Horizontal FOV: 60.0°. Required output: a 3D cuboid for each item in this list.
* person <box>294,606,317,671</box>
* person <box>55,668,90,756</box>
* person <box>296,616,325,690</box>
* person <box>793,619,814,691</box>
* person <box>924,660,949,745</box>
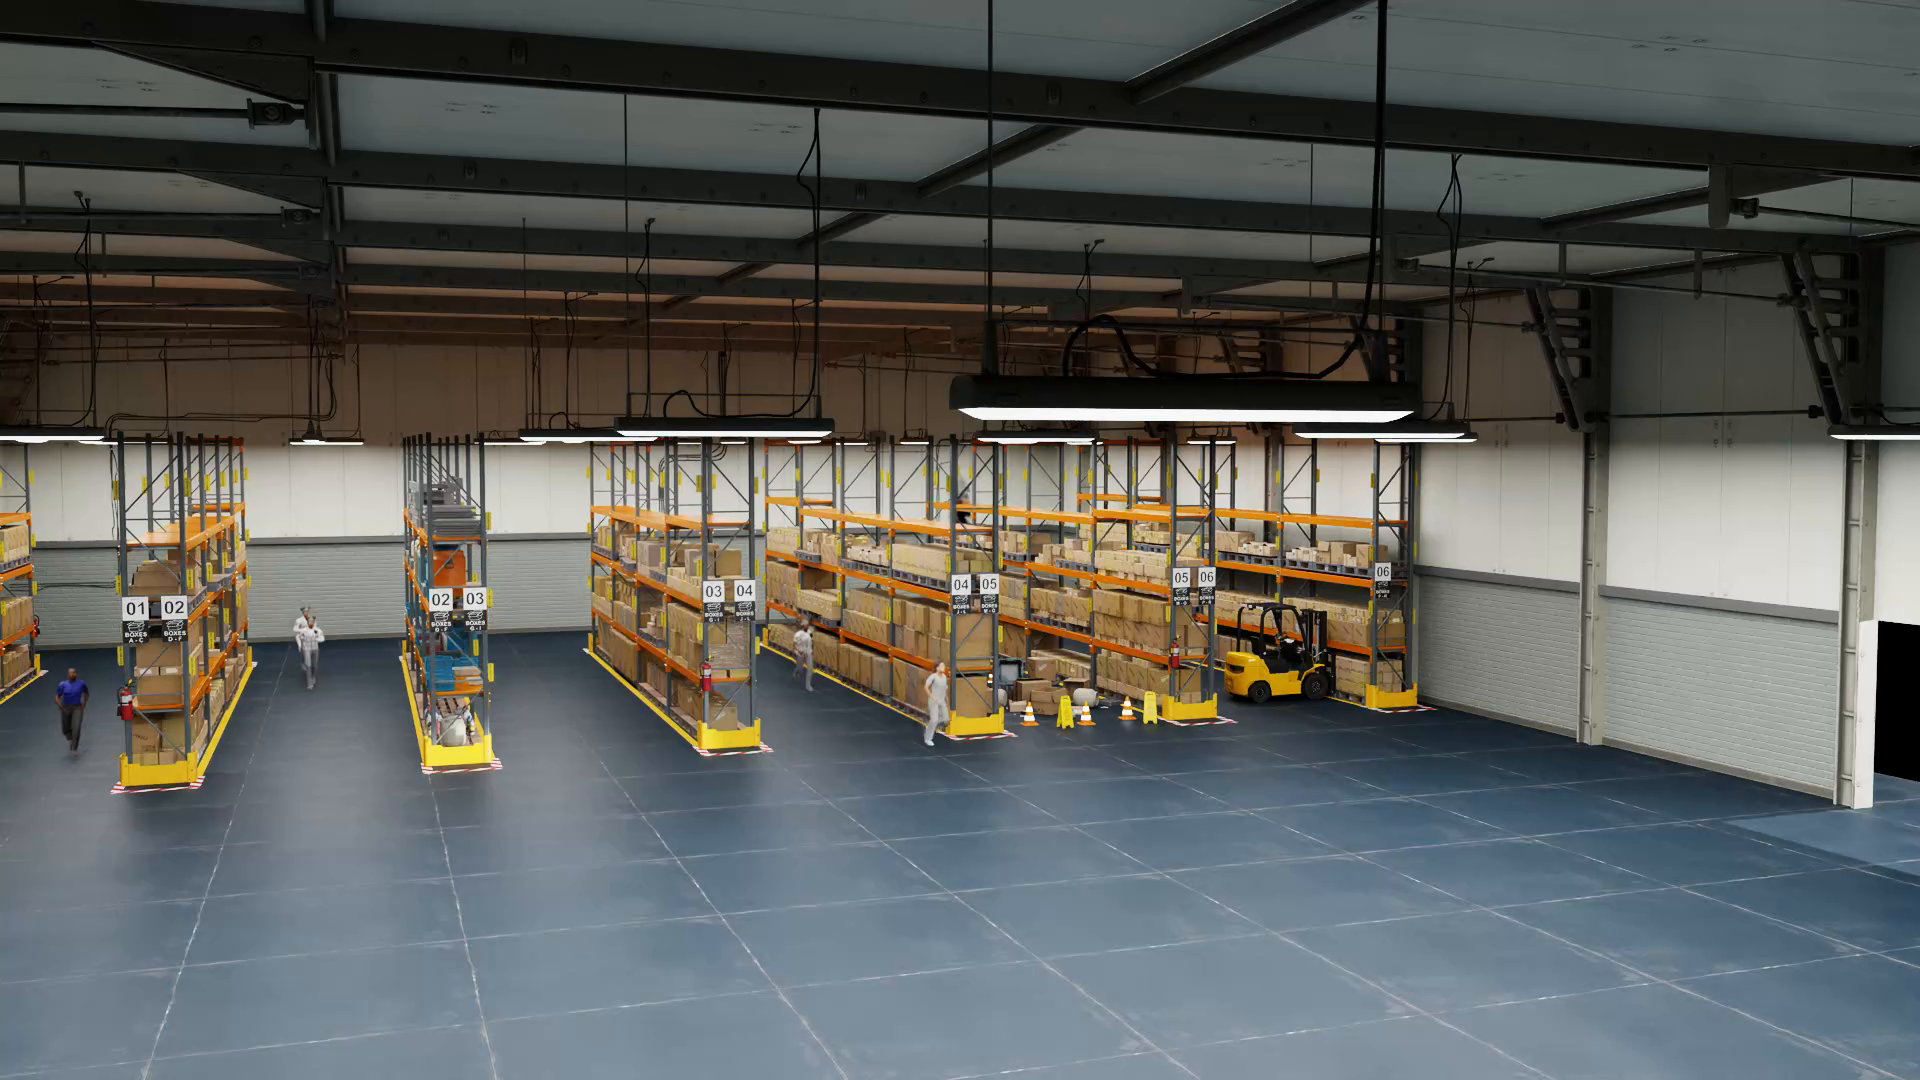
[{"bbox_3d":[-16.597,2.526,42.200,0.602,1.713,0.885,-2,4,-32],"label":"person"},{"bbox_3d":[-16.663,3.208,31.238,0.567,1.632,0.871,-1,3,-25],"label":"person"},{"bbox_3d":[-15.493,2.663,39.686,0.582,1.714,0.879,-2,4,-30],"label":"person"},{"bbox_3d":[-3.712,2.720,39.591,0.557,1.692,0.961,-1,3,-22],"label":"person"},{"bbox_3d":[-0.424,3.147,32.214,0.617,1.617,0.533,-3,4,-42],"label":"person"}]
